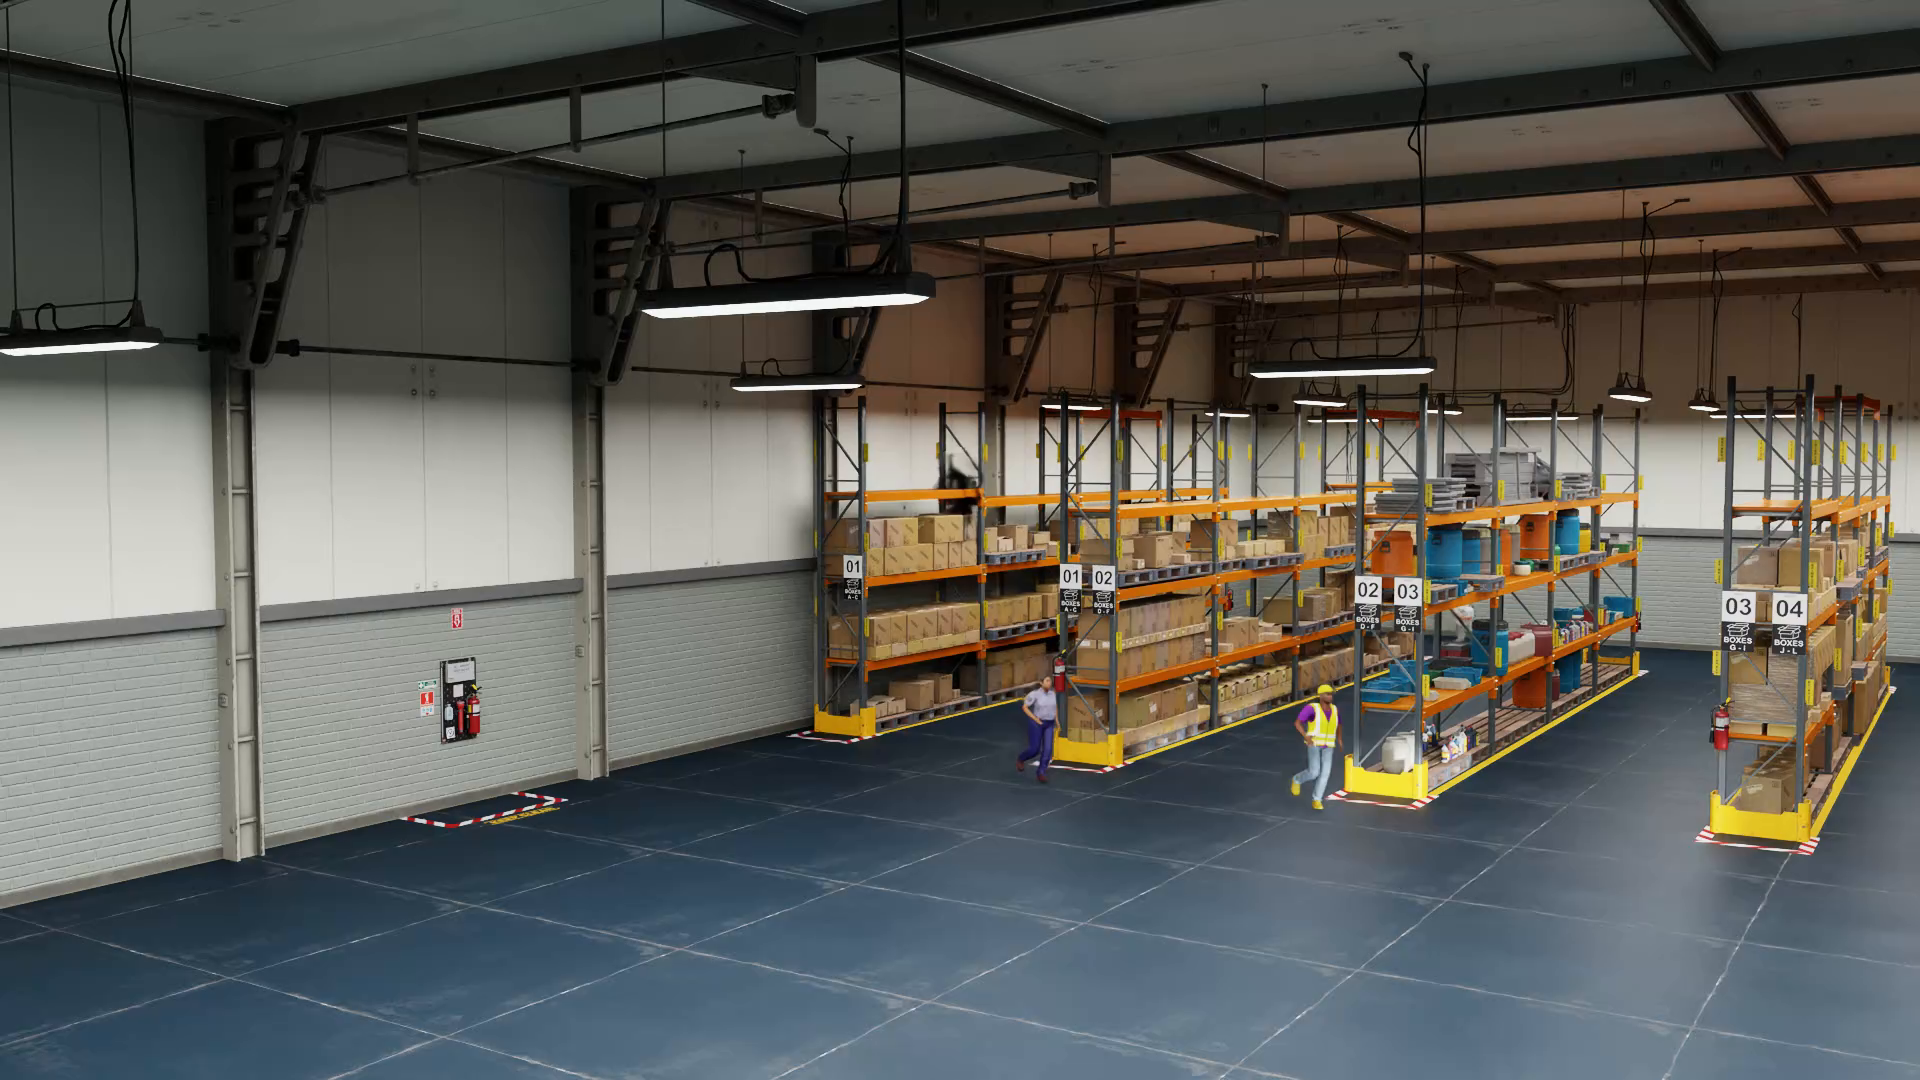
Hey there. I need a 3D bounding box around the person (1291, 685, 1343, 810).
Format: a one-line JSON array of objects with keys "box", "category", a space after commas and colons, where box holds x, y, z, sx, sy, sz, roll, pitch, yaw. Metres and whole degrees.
[{"box": [5.134, 2.909, 23.596, 0.758, 1.711, 0.787, -1, 3, -17], "category": "person"}]

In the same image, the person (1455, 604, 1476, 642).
[{"box": [12.176, 2.080, 40.093, 0.607, 1.701, 0.811, -2, 3, -27], "category": "person"}]

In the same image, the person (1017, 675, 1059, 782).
[{"box": [1.264, 2.867, 25.575, 0.654, 1.599, 0.719, -2, 3, -27], "category": "person"}]
